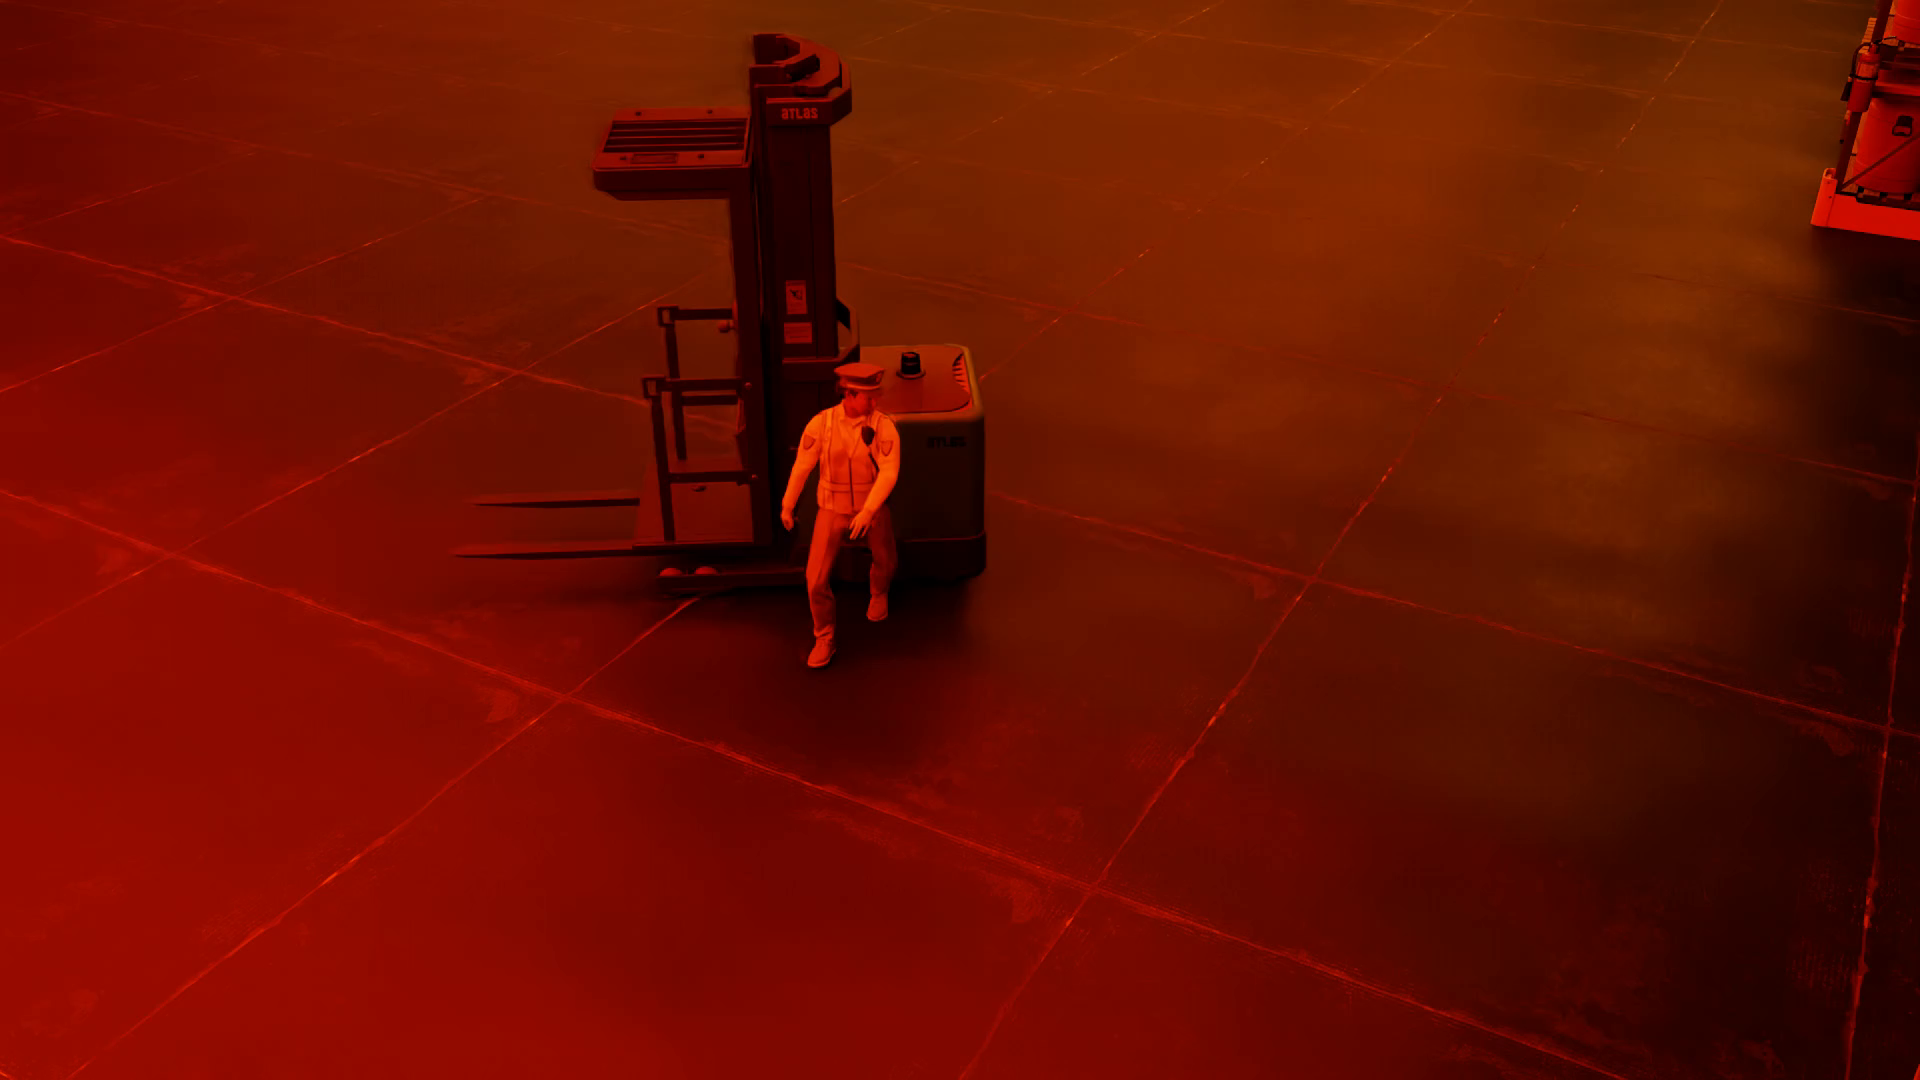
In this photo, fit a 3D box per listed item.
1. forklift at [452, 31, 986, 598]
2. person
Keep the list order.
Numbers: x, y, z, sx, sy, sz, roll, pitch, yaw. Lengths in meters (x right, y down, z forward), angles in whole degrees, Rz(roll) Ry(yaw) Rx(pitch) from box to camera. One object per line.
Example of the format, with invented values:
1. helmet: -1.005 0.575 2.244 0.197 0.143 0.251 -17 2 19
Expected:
1. forklift: -1.392 -1.217 9.180 3.031 2.935 1.130 -2 30 -4
2. person: -0.624 -0.157 8.708 0.632 1.586 0.786 -4 30 -6
